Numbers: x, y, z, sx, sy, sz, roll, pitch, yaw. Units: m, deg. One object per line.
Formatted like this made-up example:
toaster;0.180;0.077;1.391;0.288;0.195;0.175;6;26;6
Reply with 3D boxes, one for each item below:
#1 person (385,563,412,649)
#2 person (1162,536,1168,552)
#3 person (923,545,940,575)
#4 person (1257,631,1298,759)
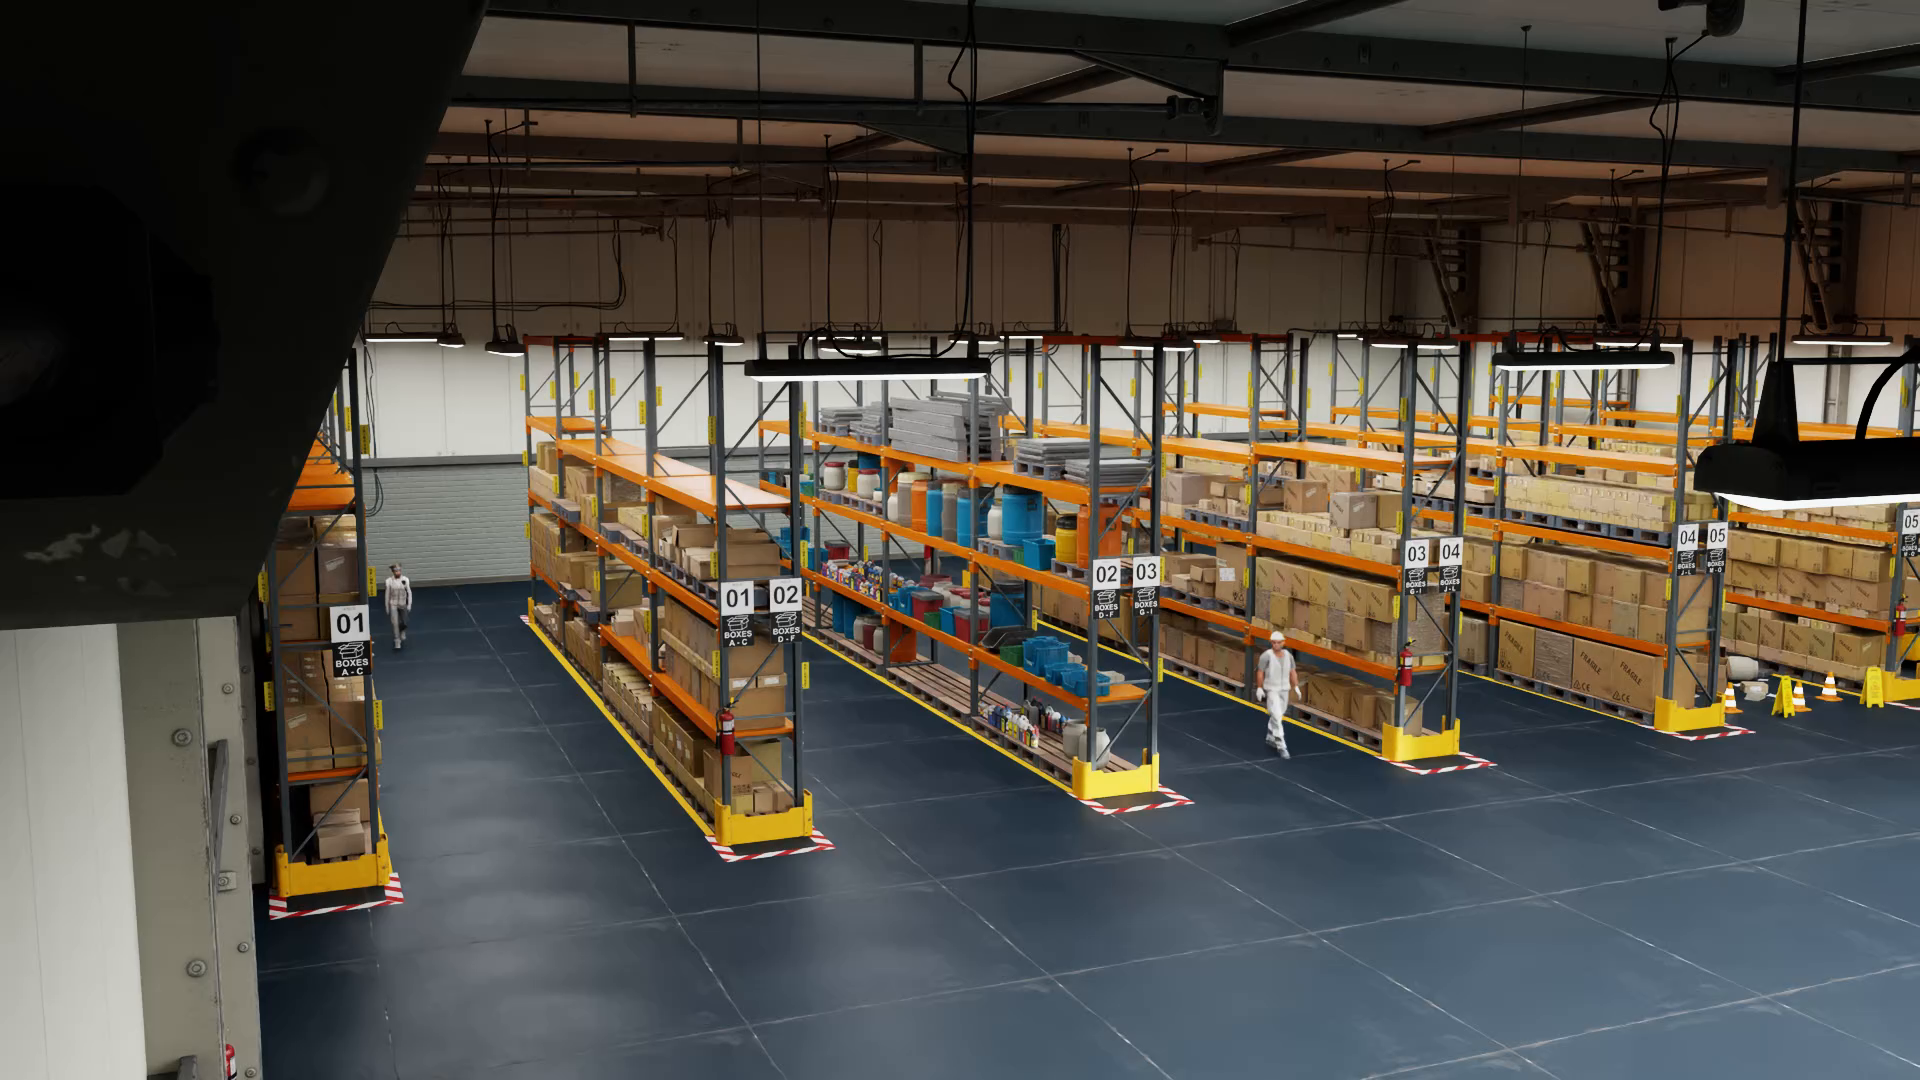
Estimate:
person;-10.871;1.238;32.191;0.492;1.621;0.872;-4;8;-25
person;4.365;0.708;36.013;0.471;1.617;1.013;-3;8;-23
person;-0.635;0.573;37.106;0.592;1.771;0.584;0;8;3
person;4.668;2.244;24.287;0.551;1.828;0.751;-3;8;-21
